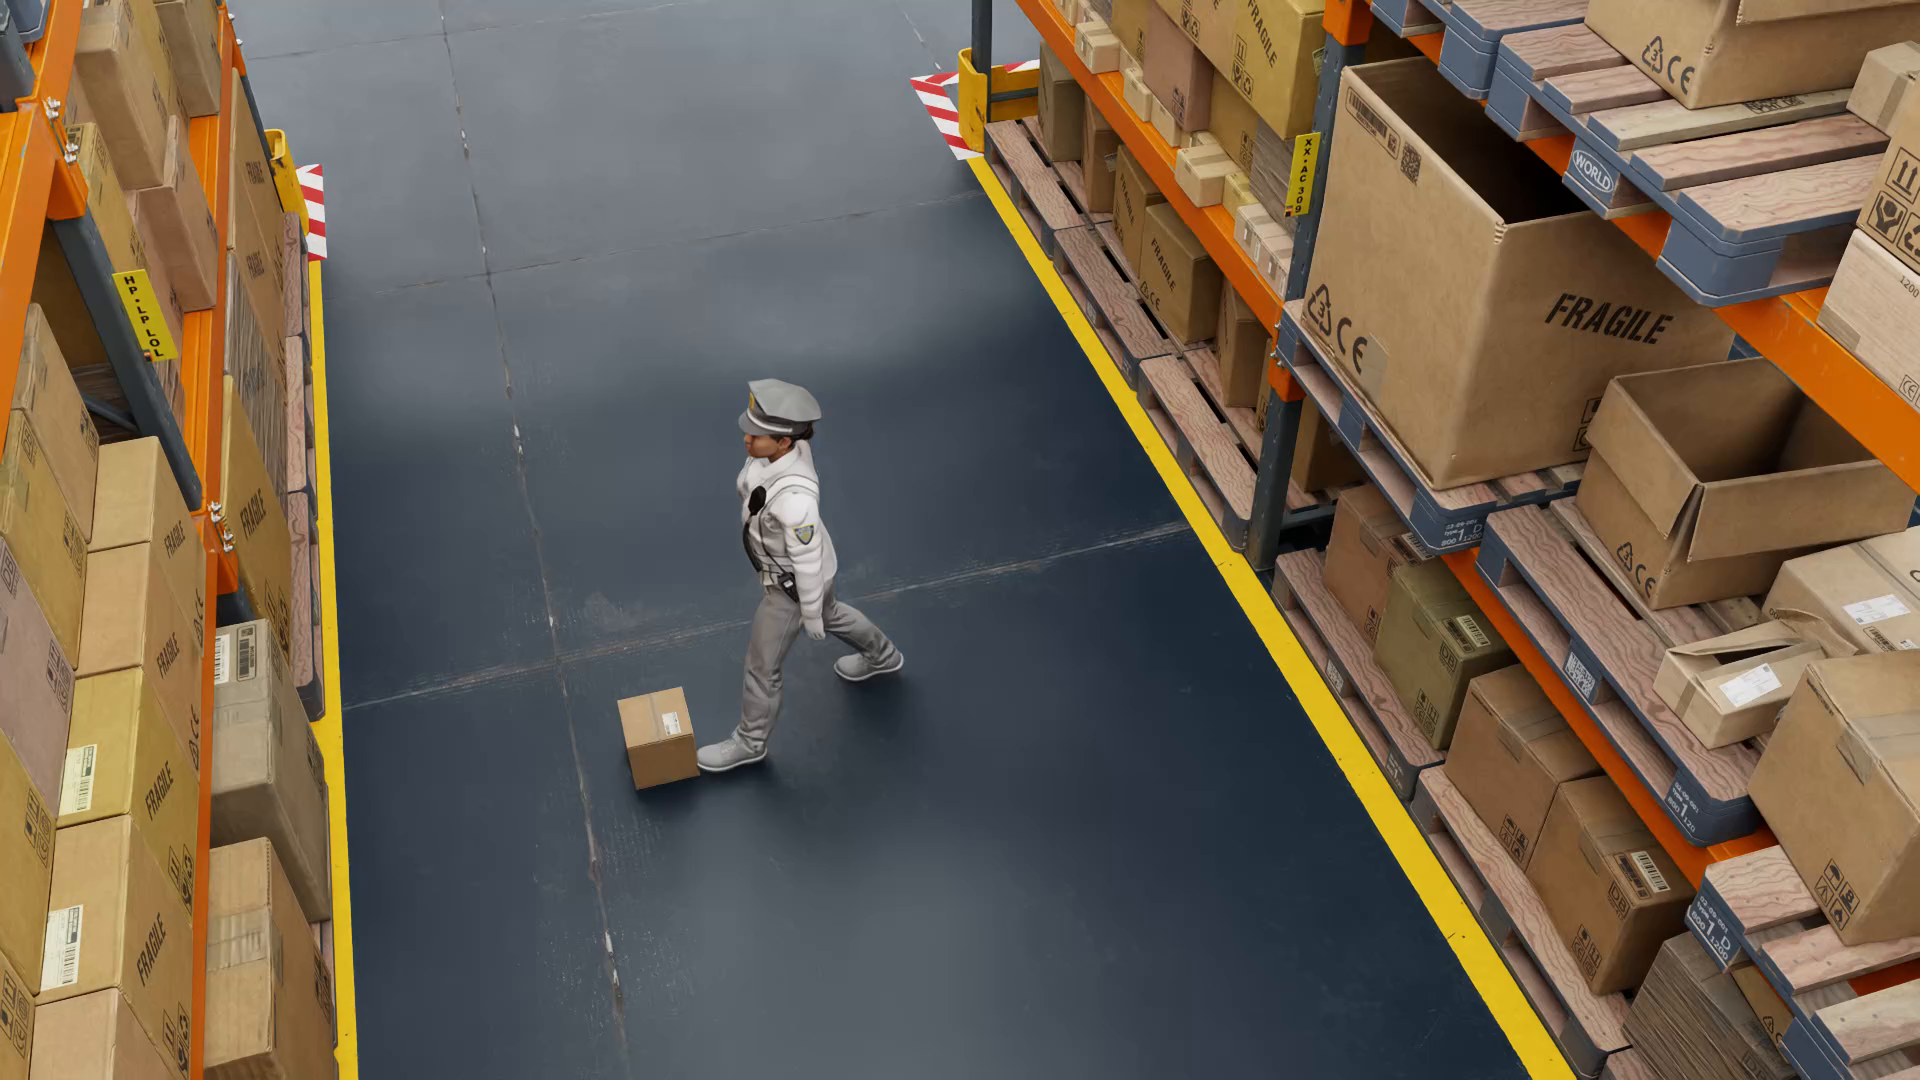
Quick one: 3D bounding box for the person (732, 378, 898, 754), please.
[{"bbox_3d":[-0.560,0.066,6.024,0.703,1.601,0.488,-8,43,-9],"label":"person"}]
